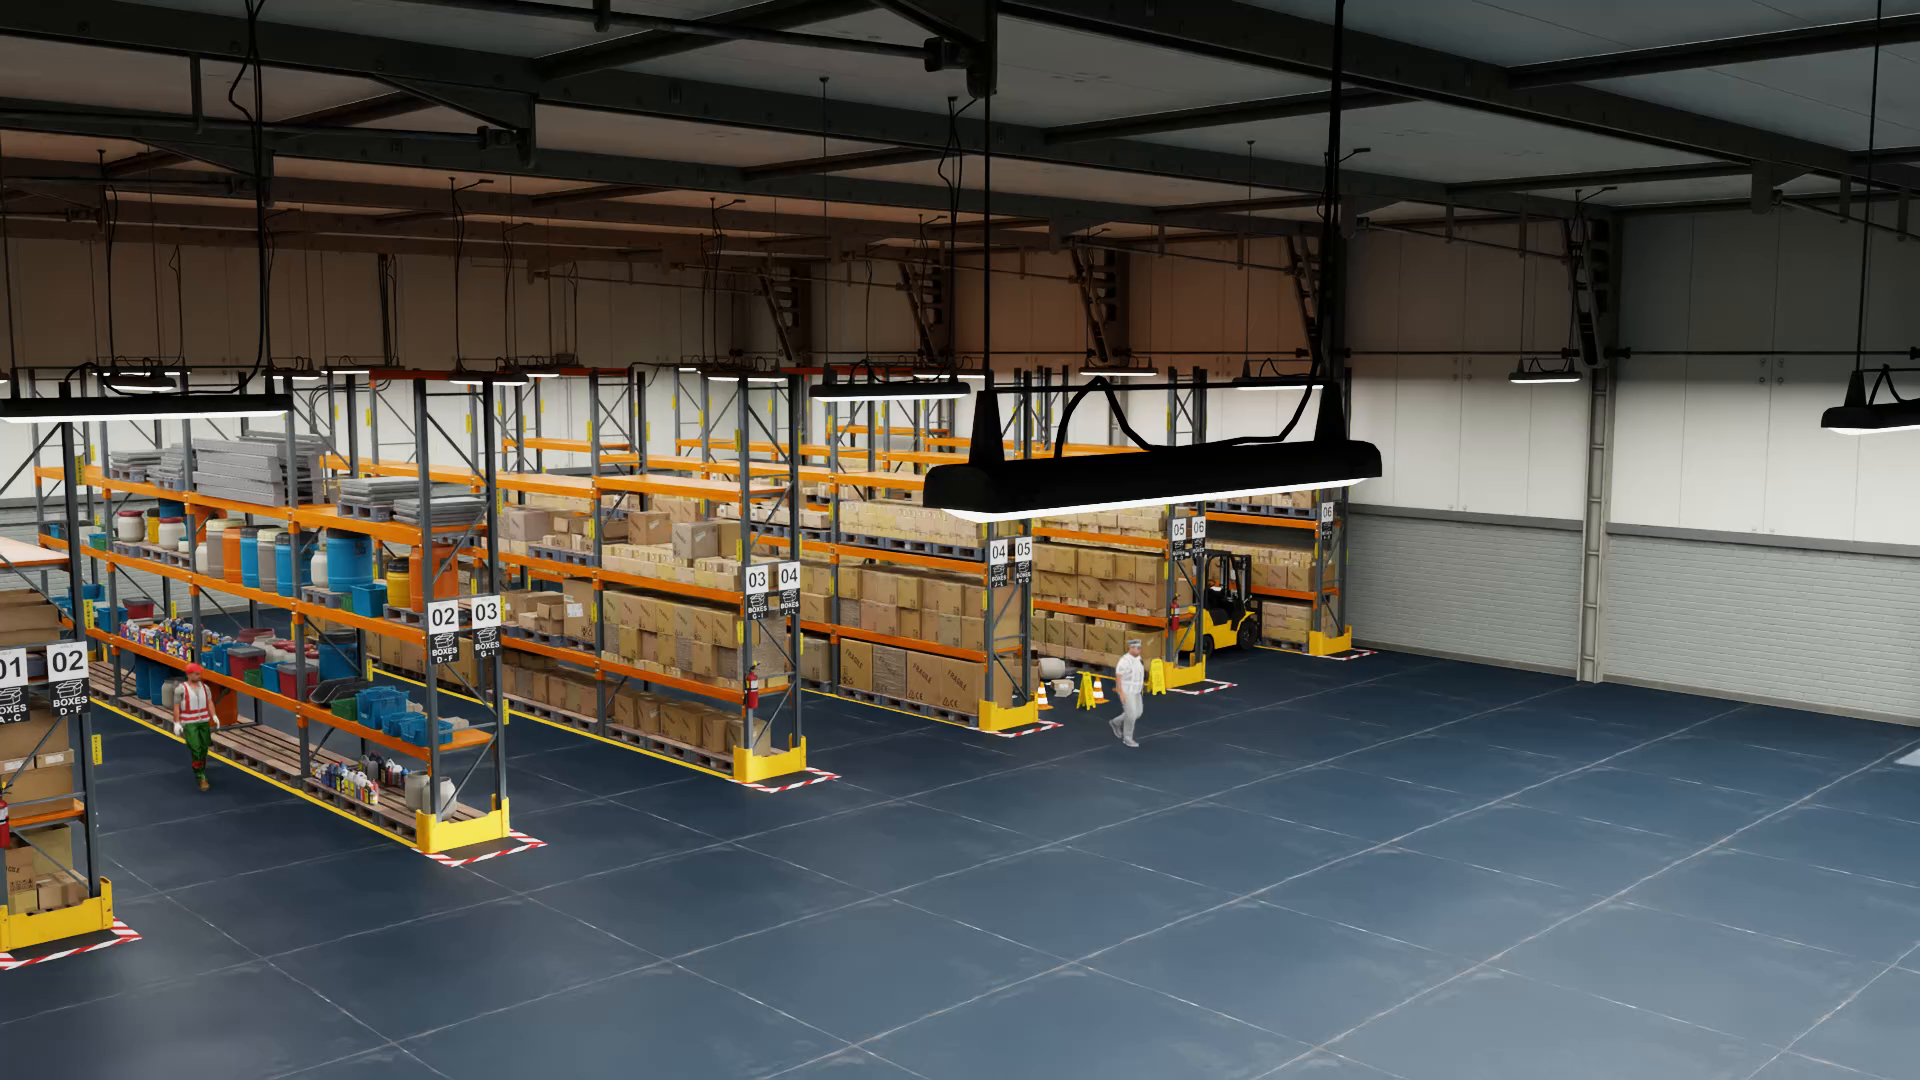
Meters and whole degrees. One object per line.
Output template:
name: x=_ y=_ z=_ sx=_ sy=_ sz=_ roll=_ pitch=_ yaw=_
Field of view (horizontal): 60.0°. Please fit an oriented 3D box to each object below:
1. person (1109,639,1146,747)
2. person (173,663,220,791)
person: x=2.695 y=2.441 z=26.948 sx=0.636 sy=1.742 sz=0.626 roll=5 pitch=8 yaw=36
person: x=-11.112 y=2.712 z=24.331 sx=0.726 sy=1.791 sz=0.575 roll=5 pitch=8 yaw=37
